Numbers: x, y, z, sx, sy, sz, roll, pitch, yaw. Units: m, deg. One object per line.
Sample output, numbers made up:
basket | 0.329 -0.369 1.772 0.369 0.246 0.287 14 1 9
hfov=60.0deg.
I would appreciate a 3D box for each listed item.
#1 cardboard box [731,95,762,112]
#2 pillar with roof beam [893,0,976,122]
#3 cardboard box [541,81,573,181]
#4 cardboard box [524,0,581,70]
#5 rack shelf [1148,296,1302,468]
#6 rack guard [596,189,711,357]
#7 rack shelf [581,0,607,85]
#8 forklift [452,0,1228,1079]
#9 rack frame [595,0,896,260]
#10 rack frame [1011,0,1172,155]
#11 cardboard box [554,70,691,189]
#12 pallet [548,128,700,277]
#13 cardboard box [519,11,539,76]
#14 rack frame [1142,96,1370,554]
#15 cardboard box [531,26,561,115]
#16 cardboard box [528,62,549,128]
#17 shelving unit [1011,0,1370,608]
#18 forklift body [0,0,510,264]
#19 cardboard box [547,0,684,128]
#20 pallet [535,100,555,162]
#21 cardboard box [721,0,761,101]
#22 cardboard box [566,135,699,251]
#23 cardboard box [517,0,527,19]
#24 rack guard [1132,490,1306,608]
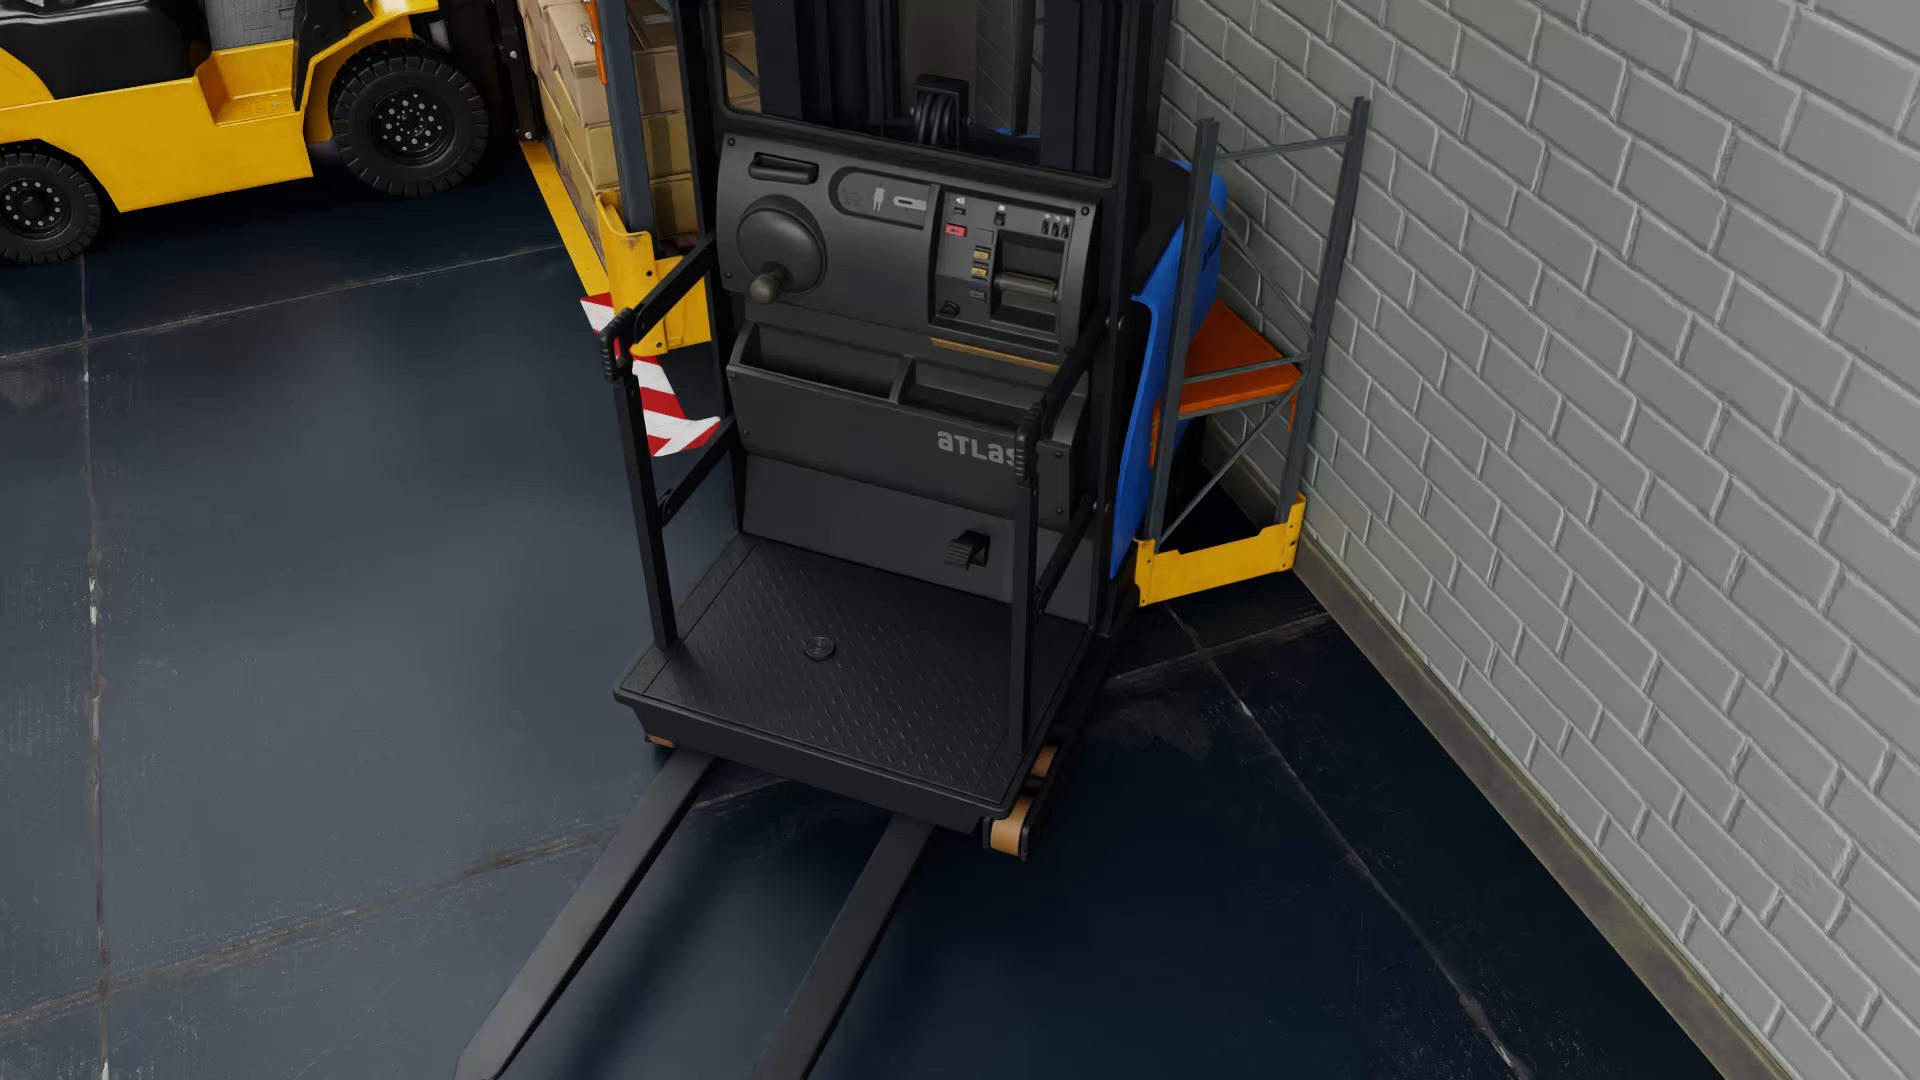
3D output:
cardboard box | -0.701 -1.693 6.321 0.500 0.250 0.500 -14 43 -16
pillar with roof beam | -4.124 -3.897 2.879 9.100 9.000 0.400 -15 43 -17
cardboard box | -1.366 -1.674 6.683 0.500 0.250 0.500 -15 43 -17
cardboard box | -1.378 -2.053 6.357 0.500 0.250 0.500 -14 43 -16
rack shelf | 0.572 -0.609 5.045 0.538 0.185 1.000 -13 40 -20
rack guard | -0.704 -1.089 6.133 1.175 0.500 0.348 -15 43 -17
rack shelf | -1.478 -2.984 6.971 1.077 0.370 4.000 -15 43 -17
forklift | -0.217 -0.612 3.714 1.130 2.935 3.031 15 43 16
rack frame | -0.713 -2.052 5.335 1.000 3.000 0.127 -15 43 -17
rack frame | 0.375 -1.038 5.305 0.500 1.500 0.032 -13 40 -20
cardboard box | -1.188 -1.573 6.182 0.500 0.250 0.500 -16 43 -17
pallet | -1.044 -1.445 6.768 1.003 0.211 1.213 -15 43 -17
cardboard box | -1.587 -2.184 6.892 0.500 0.250 0.500 -16 43 -18
rack frame | 0.783 -0.468 4.569 0.500 1.500 0.032 -13 40 -20
cardboard box | -1.370 -1.878 6.537 0.500 0.250 0.500 -16 43 -17
cardboard box | -1.549 -1.978 7.036 0.500 0.250 0.500 -15 43 -16
shelving unit | 0.575 -0.758 4.944 0.587 1.500 1.083 -13 40 -20
forklift body | -3.124 -2.417 6.411 2.313 2.155 1.214 -15 43 -17
cardboard box | -1.177 -1.747 6.001 0.500 0.250 0.500 -14 43 -15
pallet | -1.507 -2.178 7.621 1.003 0.211 1.213 -15 43 -17
cardboard box | -0.722 -1.884 6.160 0.500 0.250 0.500 -16 43 -18
cardboard box | -1.185 -1.373 6.332 0.500 0.250 0.500 -15 43 -17
cardboard box | -1.581 -2.355 6.707 0.500 0.250 0.500 -15 43 -16
rack guard | 0.750 0.022 4.957 0.587 0.250 0.087 -13 40 -20
